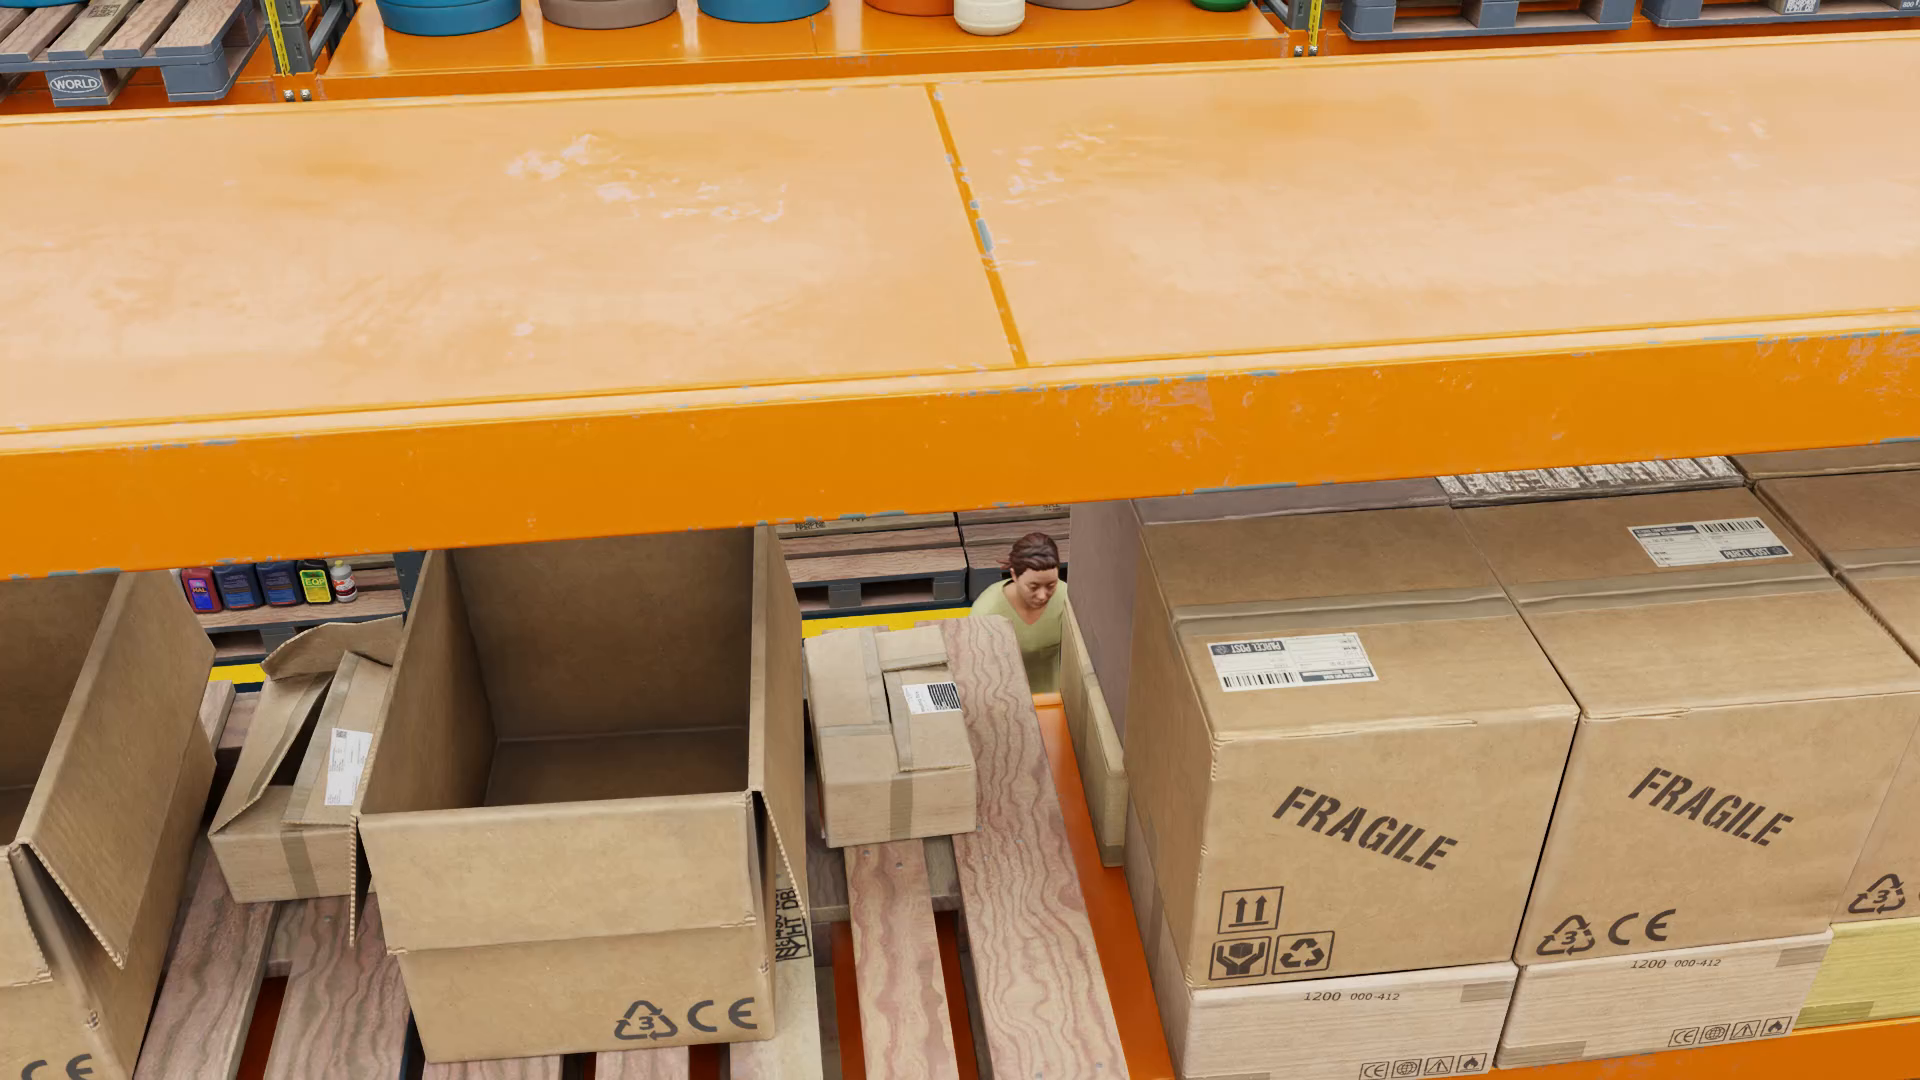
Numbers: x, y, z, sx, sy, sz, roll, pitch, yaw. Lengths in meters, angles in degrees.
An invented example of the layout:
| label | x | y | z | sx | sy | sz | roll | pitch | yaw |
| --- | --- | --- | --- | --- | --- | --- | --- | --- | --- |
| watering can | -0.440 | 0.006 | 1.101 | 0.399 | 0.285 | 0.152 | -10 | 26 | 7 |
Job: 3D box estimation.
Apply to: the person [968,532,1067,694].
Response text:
| label | x | y | z | sx | sy | sz | roll | pitch | yaw |
| --- | --- | --- | --- | --- | --- | --- | --- | --- | --- |
| person | 0.237 | 0.670 | 6.317 | 0.514 | 1.671 | 0.416 | -6 | 35 | -9 |
